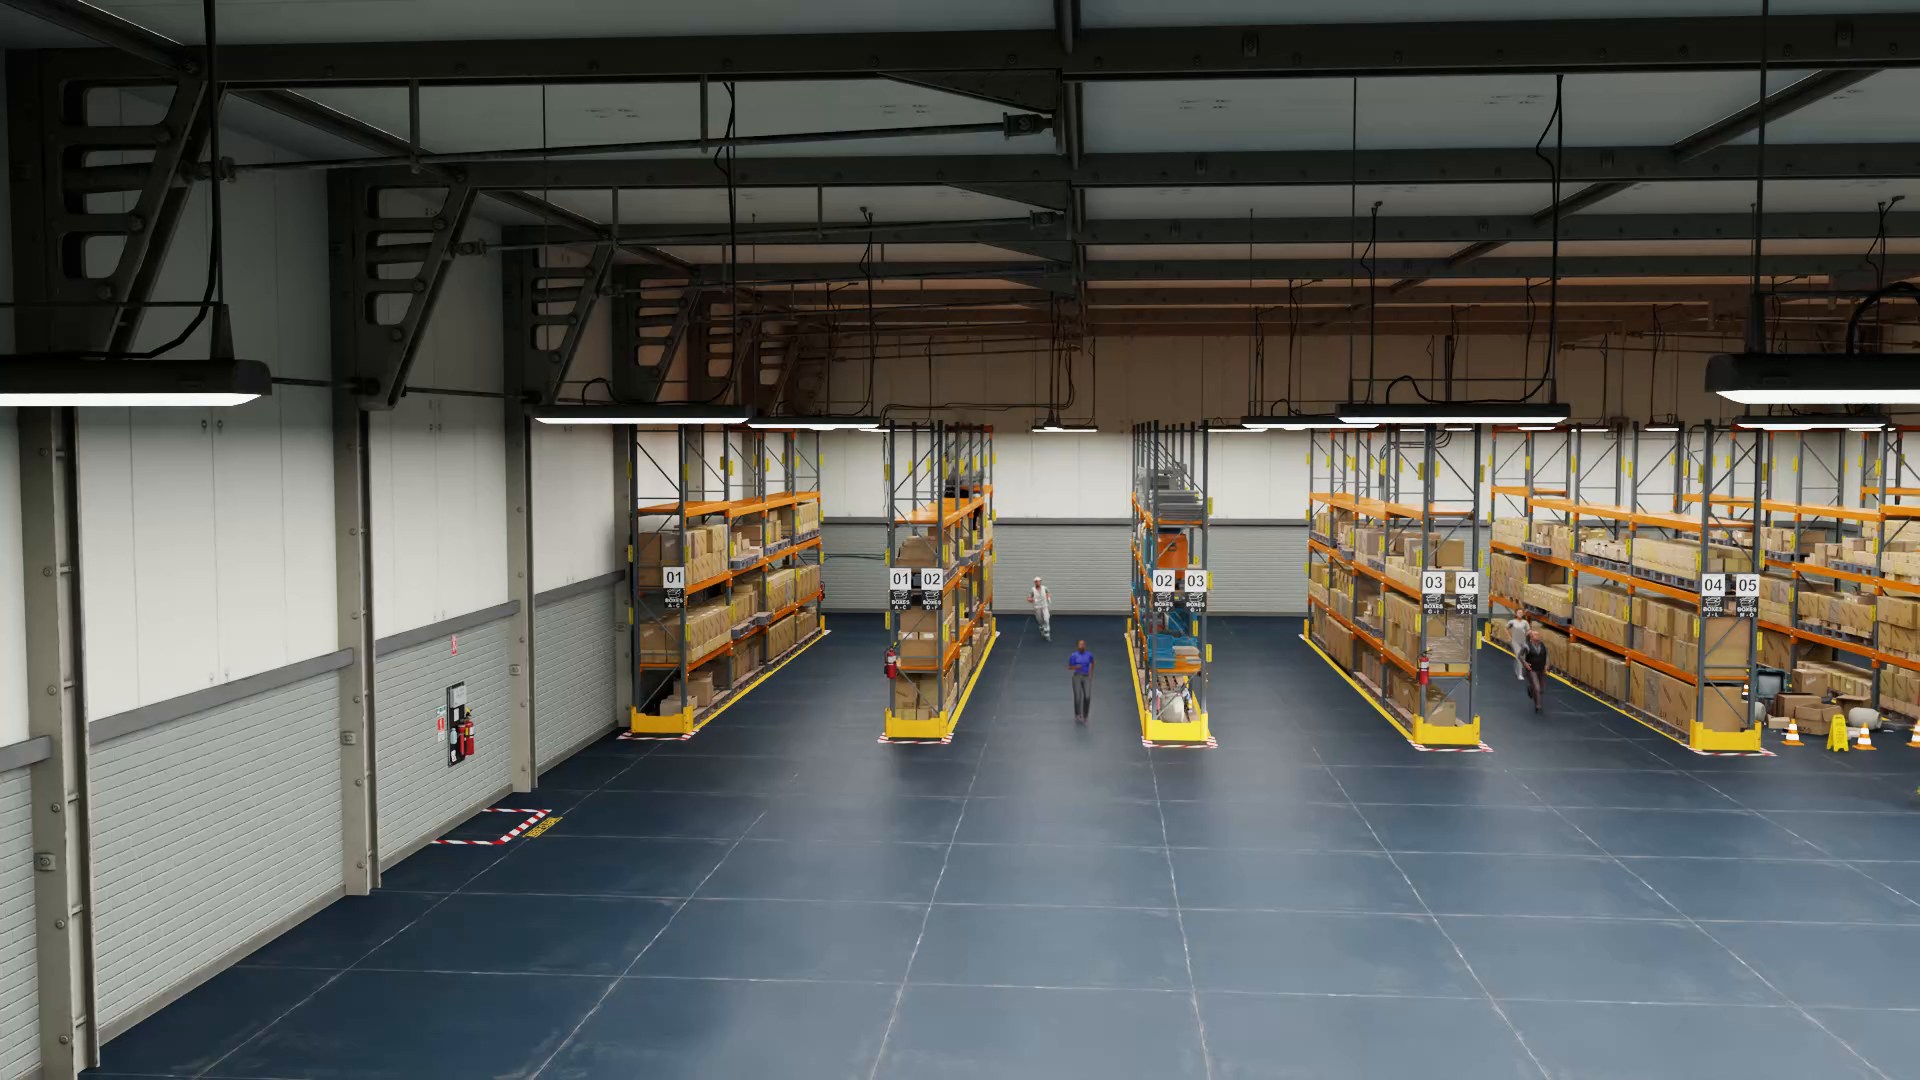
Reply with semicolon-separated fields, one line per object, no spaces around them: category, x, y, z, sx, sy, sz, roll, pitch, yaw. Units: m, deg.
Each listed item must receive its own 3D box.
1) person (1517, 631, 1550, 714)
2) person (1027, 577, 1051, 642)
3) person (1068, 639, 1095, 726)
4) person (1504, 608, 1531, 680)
person;11.912;2.721;34.479;0.659;1.695;0.847;-1;4;-8
person;2.206;1.919;46.397;0.683;1.791;0.921;0;4;-6
person;2.418;2.911;32.934;0.555;1.529;0.690;0;4;-2
person;13.107;2.421;39.041;0.576;1.643;0.896;0;4;1
